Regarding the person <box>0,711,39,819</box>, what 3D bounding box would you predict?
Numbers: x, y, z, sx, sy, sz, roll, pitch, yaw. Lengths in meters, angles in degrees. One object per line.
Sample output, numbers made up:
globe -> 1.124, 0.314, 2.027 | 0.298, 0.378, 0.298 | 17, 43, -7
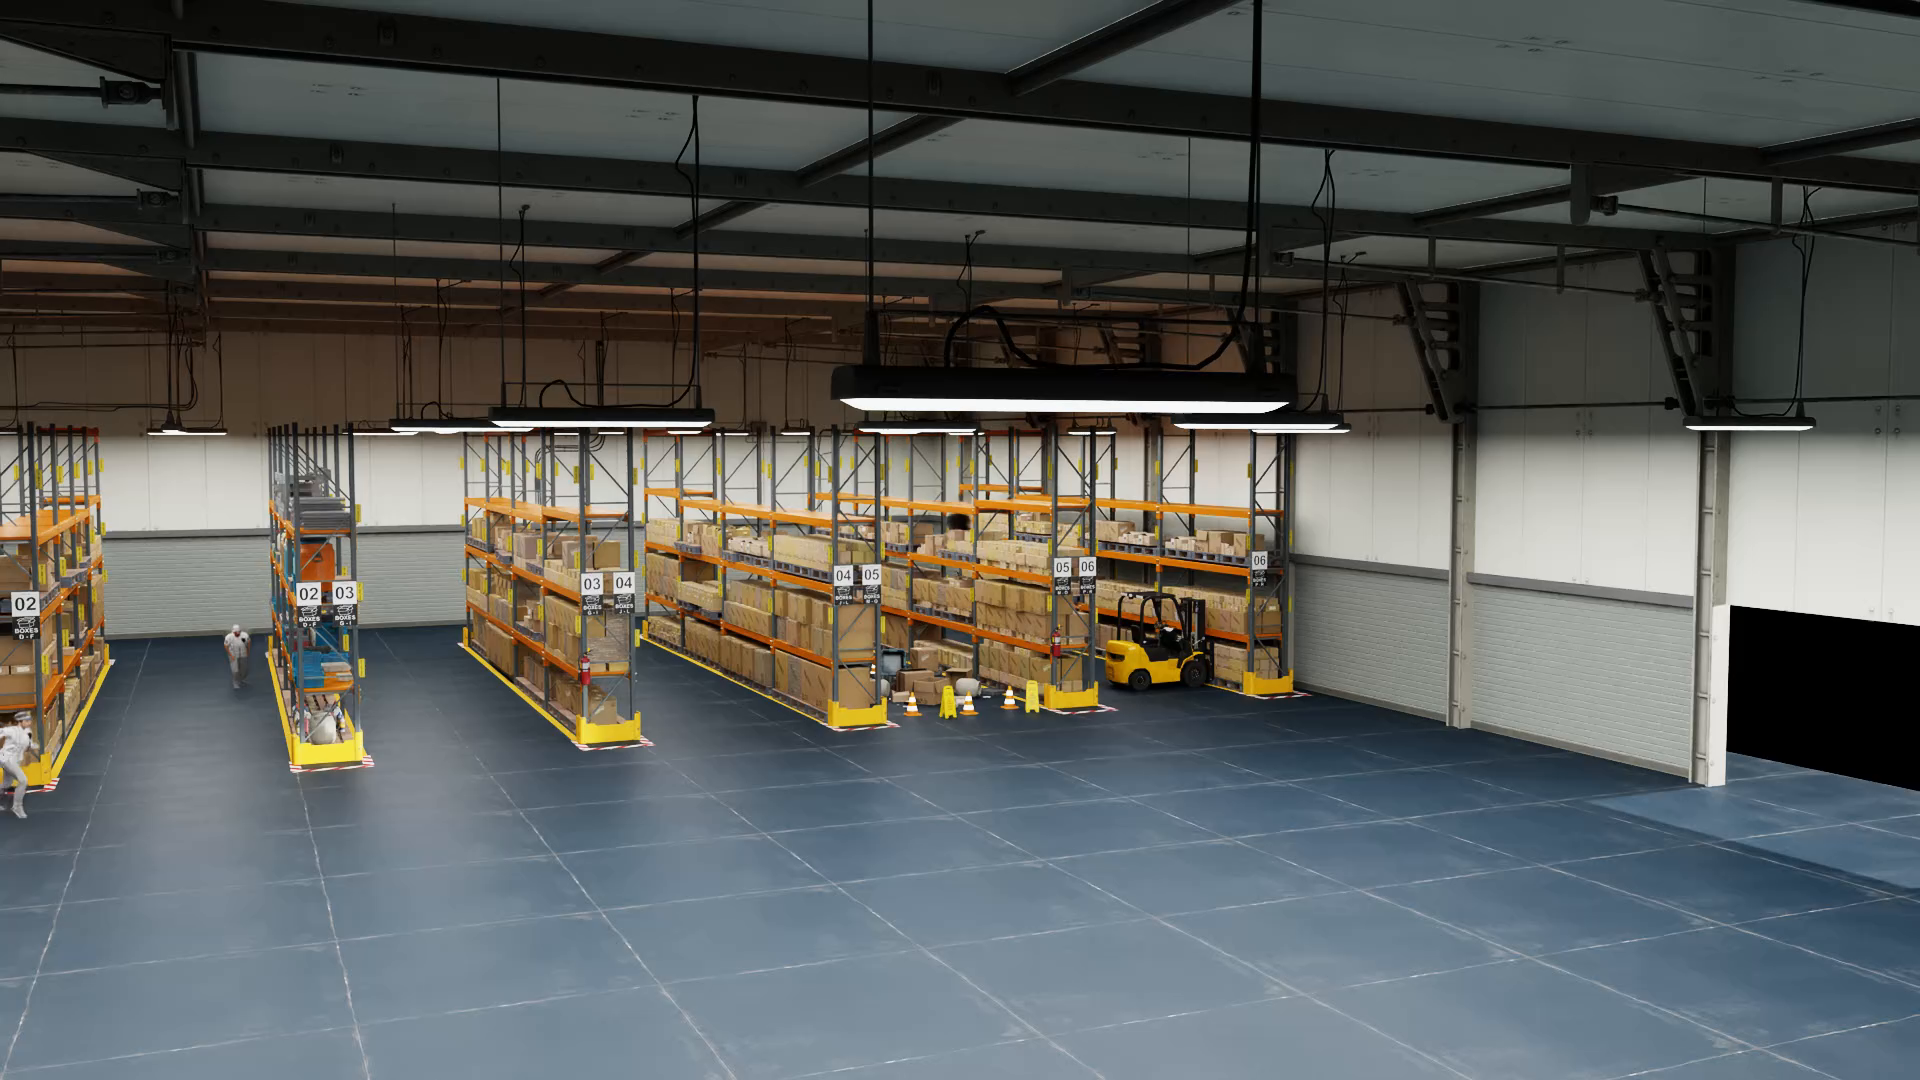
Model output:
person -> -14.365, 3.402, 25.149 | 0.881, 1.662, 0.655 | 1, 4, 9

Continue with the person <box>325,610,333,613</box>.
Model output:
person -> -17.452, 2.019, 46.073 | 0.985, 1.759, 0.750 | -1, 4, -10

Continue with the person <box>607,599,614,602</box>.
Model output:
person -> -8.839, 2.296, 42.353 | 0.559, 1.738, 0.812 | -2, 4, -23

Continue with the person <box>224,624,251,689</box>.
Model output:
person -> -16.494, 2.648, 38.010 | 0.642, 1.515, 0.912 | -3, 5, -41
